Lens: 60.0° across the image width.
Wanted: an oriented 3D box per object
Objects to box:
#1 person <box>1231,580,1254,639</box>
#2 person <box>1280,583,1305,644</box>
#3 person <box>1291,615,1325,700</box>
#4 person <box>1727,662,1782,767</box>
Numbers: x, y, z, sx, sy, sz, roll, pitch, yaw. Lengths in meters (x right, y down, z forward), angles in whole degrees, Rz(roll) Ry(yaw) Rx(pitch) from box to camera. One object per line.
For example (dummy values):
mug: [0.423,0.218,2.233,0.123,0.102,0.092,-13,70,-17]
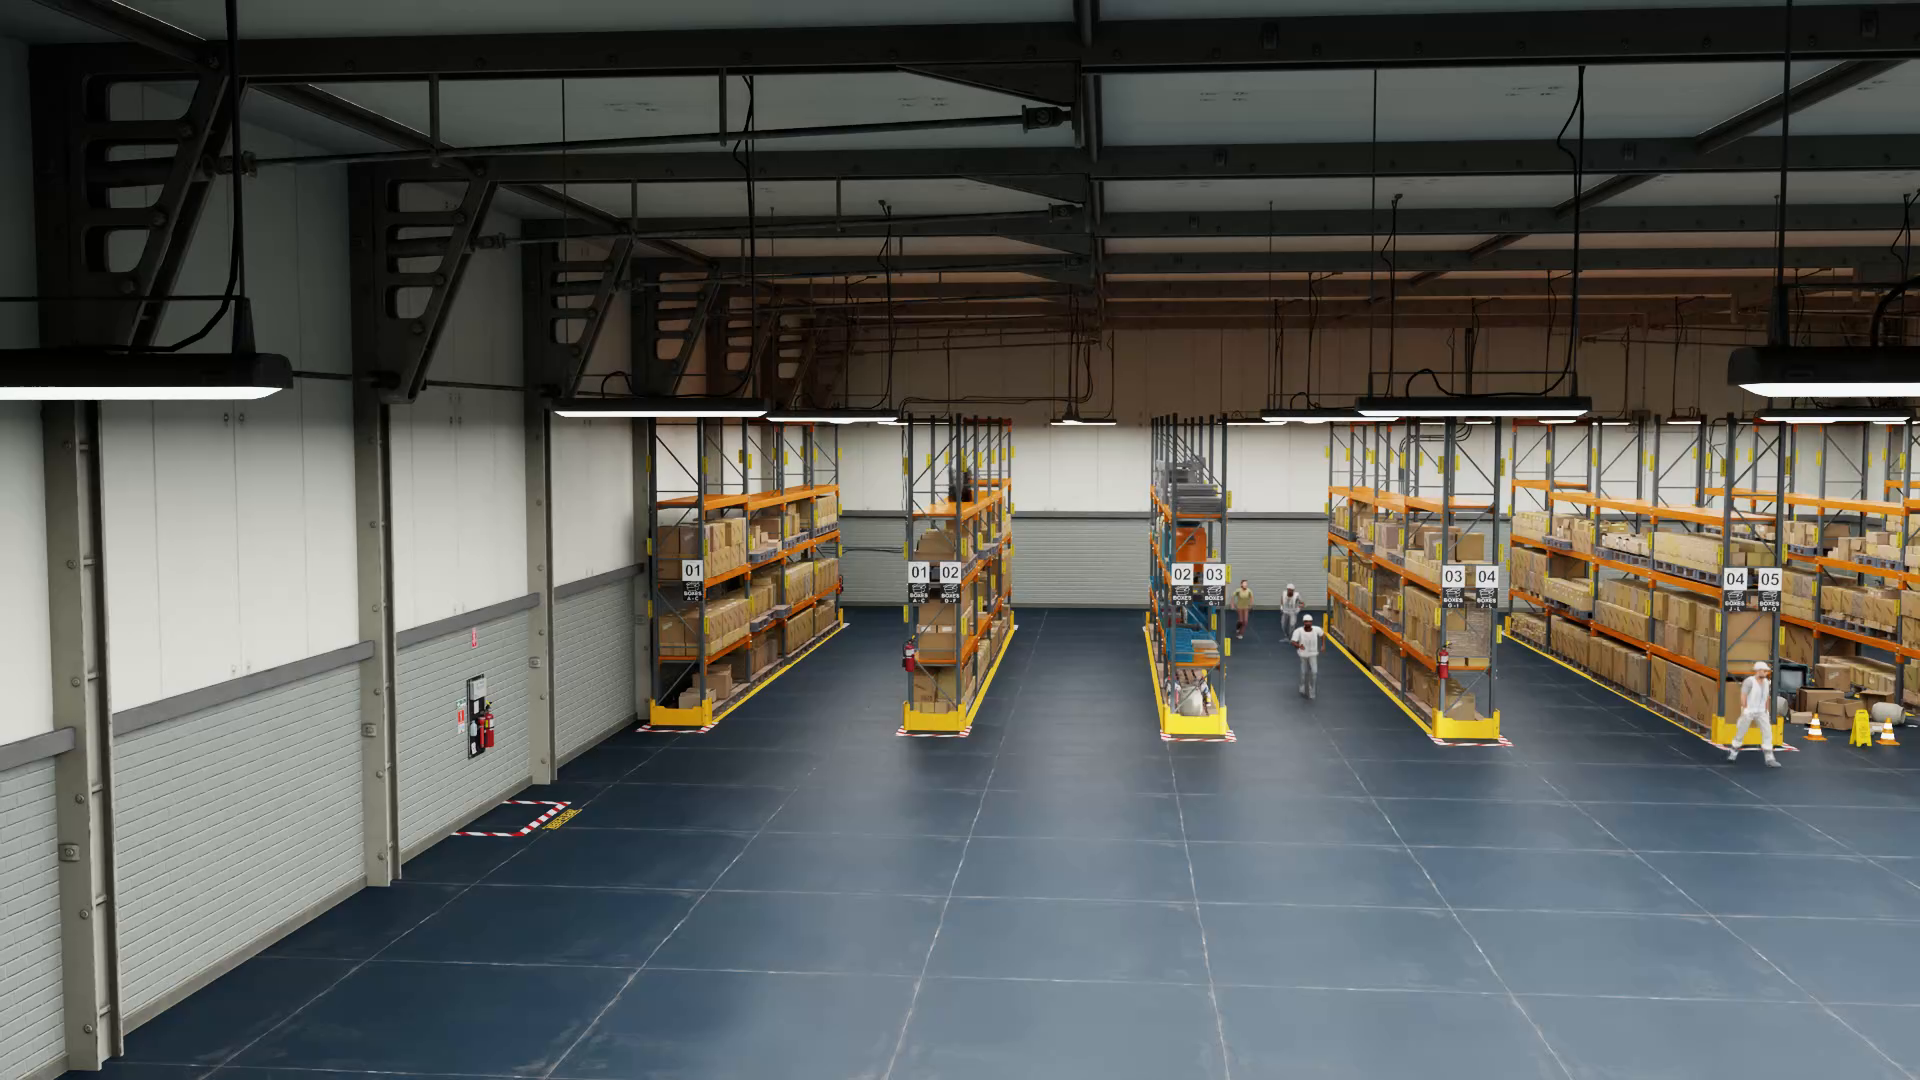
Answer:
person: [7.705,1.879,45.316,0.604,1.622,0.633,-1,4,-9]
person: [8.769,1.946,44.077,0.750,1.640,0.796,2,5,31]
person: [7.397,2.477,35.290,0.739,1.812,0.831,0,4,3]
person: [13.498,2.929,28.183,0.700,1.734,0.899,-1,4,-13]
